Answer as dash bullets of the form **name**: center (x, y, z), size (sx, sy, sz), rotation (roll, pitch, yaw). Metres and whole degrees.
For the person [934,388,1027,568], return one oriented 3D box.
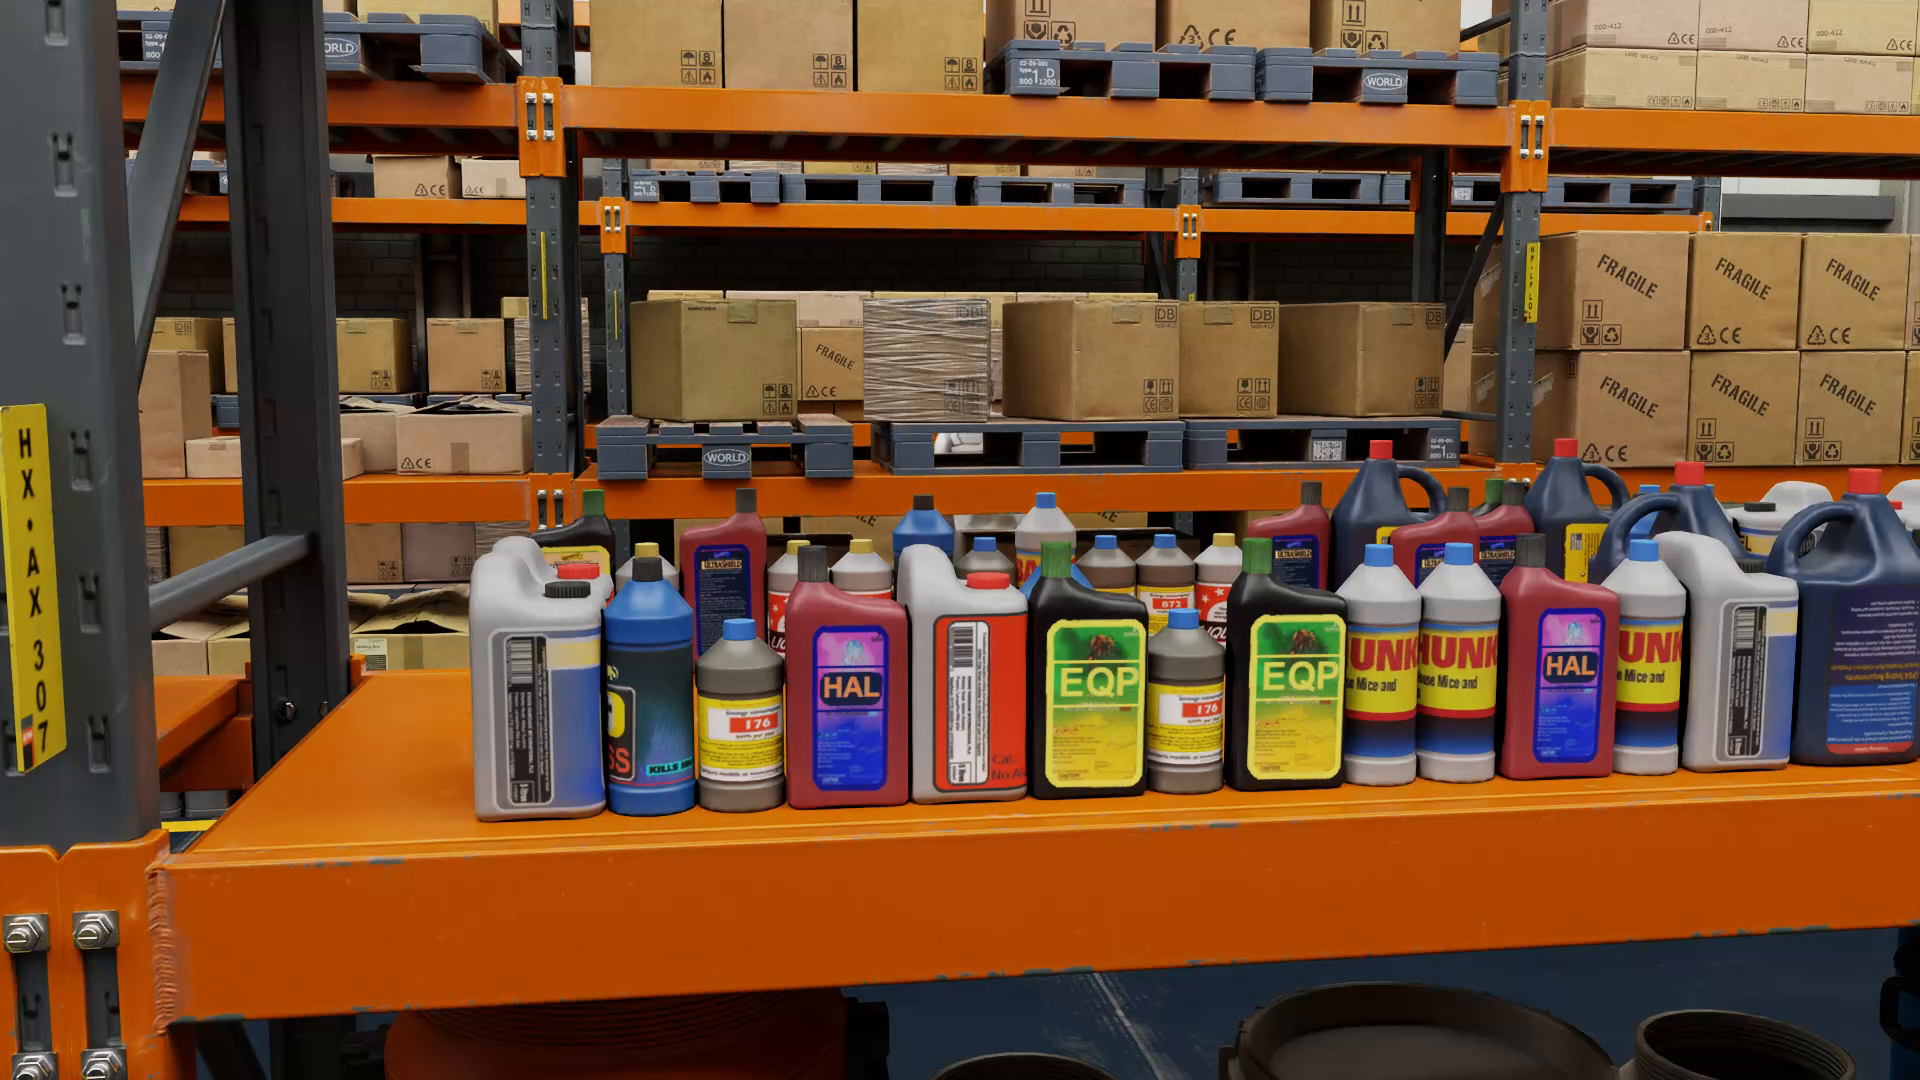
- **person**: center (0.108, -0.055, 9.345), size (0.578, 1.614, 0.629), rotation (-1, 6, -8)
